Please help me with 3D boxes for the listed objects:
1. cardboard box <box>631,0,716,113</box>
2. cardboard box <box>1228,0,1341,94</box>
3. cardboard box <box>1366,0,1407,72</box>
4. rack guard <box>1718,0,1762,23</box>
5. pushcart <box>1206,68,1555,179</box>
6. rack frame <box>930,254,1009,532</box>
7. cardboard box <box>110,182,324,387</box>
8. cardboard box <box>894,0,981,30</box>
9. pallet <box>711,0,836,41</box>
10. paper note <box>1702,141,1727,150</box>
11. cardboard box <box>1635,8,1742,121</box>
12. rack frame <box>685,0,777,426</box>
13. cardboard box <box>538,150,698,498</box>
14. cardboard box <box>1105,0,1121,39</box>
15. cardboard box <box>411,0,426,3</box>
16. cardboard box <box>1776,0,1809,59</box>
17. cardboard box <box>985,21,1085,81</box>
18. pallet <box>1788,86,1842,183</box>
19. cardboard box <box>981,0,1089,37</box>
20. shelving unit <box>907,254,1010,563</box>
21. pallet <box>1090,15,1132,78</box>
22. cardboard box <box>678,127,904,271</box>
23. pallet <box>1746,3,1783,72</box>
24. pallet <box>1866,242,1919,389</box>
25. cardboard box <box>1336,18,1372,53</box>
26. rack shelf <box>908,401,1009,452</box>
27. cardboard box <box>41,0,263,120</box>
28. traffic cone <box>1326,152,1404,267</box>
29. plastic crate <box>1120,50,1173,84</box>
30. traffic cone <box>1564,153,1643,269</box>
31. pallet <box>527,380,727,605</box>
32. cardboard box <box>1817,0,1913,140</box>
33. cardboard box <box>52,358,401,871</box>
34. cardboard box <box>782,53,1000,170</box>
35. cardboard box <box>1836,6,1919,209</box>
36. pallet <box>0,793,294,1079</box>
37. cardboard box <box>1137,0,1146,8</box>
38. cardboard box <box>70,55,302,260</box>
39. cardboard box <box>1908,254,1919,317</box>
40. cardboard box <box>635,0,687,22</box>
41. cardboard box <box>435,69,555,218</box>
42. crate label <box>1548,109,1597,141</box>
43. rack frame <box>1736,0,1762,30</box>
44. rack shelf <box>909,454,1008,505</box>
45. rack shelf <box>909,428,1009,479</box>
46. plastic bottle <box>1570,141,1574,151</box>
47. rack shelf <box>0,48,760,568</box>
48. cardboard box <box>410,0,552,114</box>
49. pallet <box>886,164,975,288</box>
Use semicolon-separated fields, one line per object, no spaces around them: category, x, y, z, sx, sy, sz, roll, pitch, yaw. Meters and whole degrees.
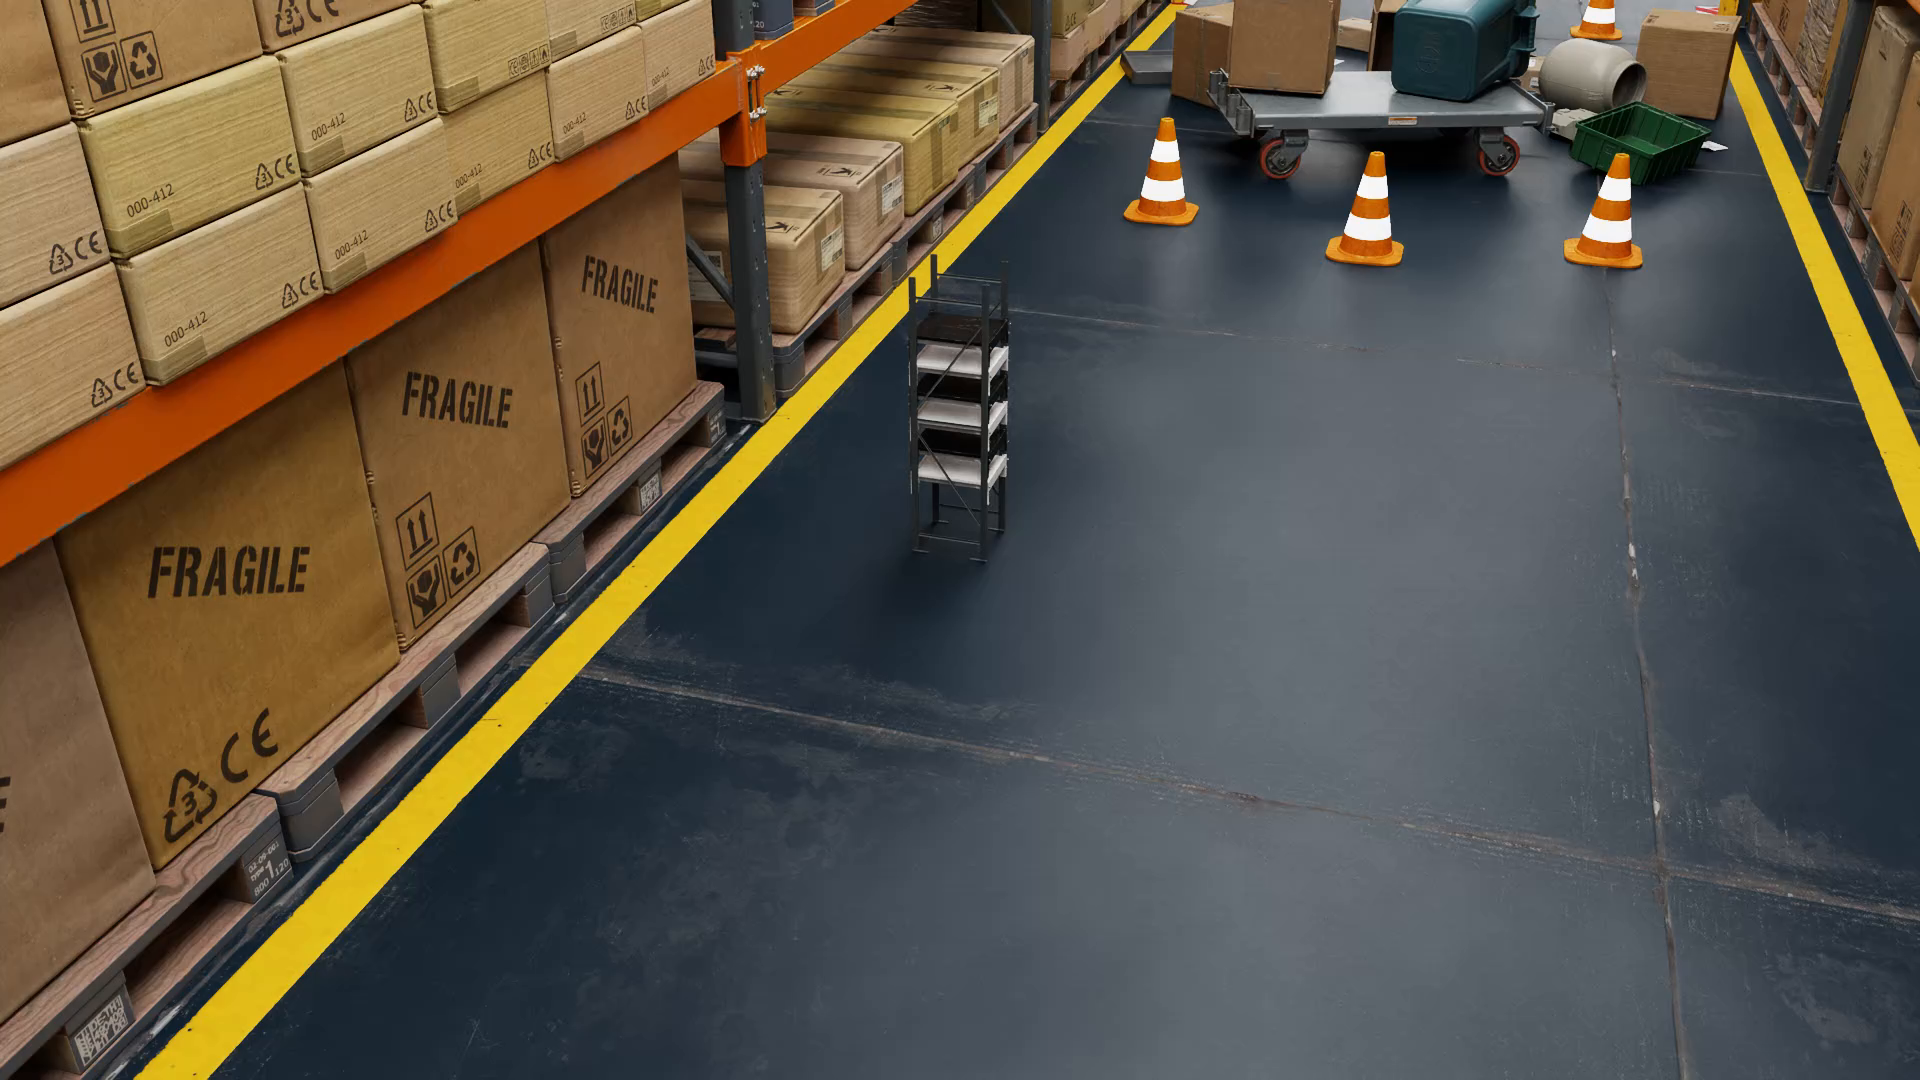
cardboard box;-1.066;-1.484;4.986;0.500;0.250;0.500;7;30;13
cardboard box;1.718;-2.679;8.773;0.500;0.500;0.500;8;30;15
cardboard box;2.820;-2.894;9.796;0.797;0.637;0.503;8;30;15
rack guard;5.951;-3.799;11.564;1.175;0.500;0.348;8;30;15
pushcart;2.202;-2.232;8.875;1.648;0.377;0.936;-1;29;-3
rack frame;0.027;-0.437;5.109;0.240;0.900;0.006;8;30;15
cardboard box;-1.643;-0.541;3.290;0.500;0.250;0.500;8;30;14
cardboard box;-0.075;-3.303;9.728;0.500;0.500;0.500;8;30;14
pallet;-1.059;-2.084;6.108;1.213;0.211;1.003;8;30;15
paper note;4.101;-2.166;9.111;0.147;0.020;0.142;-12;31;-20
cardboard box;4.244;-2.798;9.762;0.500;0.500;0.500;14;32;23
rack frame;-1.166;-1.822;5.439;1.000;3.000;0.127;8;30;15
cardboard box;-1.448;-0.767;5.298;0.875;0.875;0.875;8;30;14
cardboard box;0.738;-3.395;10.663;0.500;0.250;0.500;8;30;14
cardboard box;-1.363;-1.555;3.829;0.500;0.500;0.500;9;30;15
cardboard box;5.552;-3.401;10.032;0.875;0.875;0.875;8;30;14
cardboard box;0.439;-2.898;9.770;0.500;0.250;0.500;7;30;13
pallet;5.068;-2.145;8.888;1.003;0.211;1.213;8;30;15
cardboard box;0.439;-3.226;9.588;0.500;0.500;0.500;10;31;17
shelving unit;-0.002;-0.389;5.024;0.258;0.900;0.210;8;30;15
pallet;0.528;-3.348;11.051;1.003;0.211;1.213;8;30;15
cardboard box;-0.782;-1.462;7.064;0.950;0.372;0.625;8;30;14
pallet;5.784;-3.279;10.927;1.003;0.211;1.213;8;30;15
pallet;4.259;-0.864;6.587;1.003;0.211;1.213;8;30;15
cardboard box;2.729;-3.397;11.203;0.250;0.149;0.380;-24;37;-37
rack shelf;-0.002;-0.360;5.041;0.258;0.077;0.200;8;30;15
cardboard box;-1.664;-1.080;2.974;0.500;0.500;0.500;8;30;14
traffic cone;1.853;-1.518;7.503;0.336;0.463;0.334;8;30;15
plastic crate;1.253;-3.017;10.591;0.402;0.080;0.583;-1;29;-3
traffic cone;2.932;-1.505;7.479;0.336;0.463;0.334;8;30;15
pallet;-1.470;-0.247;5.478;1.003;0.211;1.213;8;30;15
cardboard box;5.021;-2.558;8.517;0.875;0.875;0.875;9;30;16
cardboard box;-1.977;0.062;3.807;0.875;0.875;0.875;9;30;16
cardboard box;-0.351;-2.137;8.277;0.950;0.372;0.625;10;31;18
cardboard box;4.673;-1.920;7.498;1.050;0.750;0.750;8;30;15
pallet;-2.186;0.887;3.439;1.003;0.211;1.213;8;30;15
cardboard box;1.042;-3.868;11.513;0.500;0.250;0.500;9;30;15
cardboard box;-1.642;-0.757;3.165;0.500;0.250;0.500;9;30;16
cardboard box;4.114;-1.040;5.915;1.050;0.750;0.750;9;30;16
cardboard box;-1.065;-1.713;4.884;0.500;0.250;0.500;8;30;15
cardboard box;-1.365;-1.013;4.139;0.500;0.250;0.500;8;30;14
crate label;3.434;-2.309;9.261;0.298;0.136;0.250;-12;31;-20
rack frame;5.944;-4.880;10.937;1.000;3.000;0.127;8;30;15
rack shelf;-0.002;-0.203;5.128;0.258;0.077;0.200;8;30;15
rack shelf;-0.002;-0.282;5.084;0.258;0.077;0.200;8;30;15
plastic bottle;3.408;-2.081;8.927;0.133;0.061;0.283;-6;30;-11
rack shelf;-1.753;-0.578;3.943;1.077;0.370;4.000;8;30;15
cardboard box;-1.343;-1.234;4.022;0.500;0.250;0.500;8;30;14
pallet;-0.575;-1.531;7.785;1.003;0.211;1.213;8;30;15
